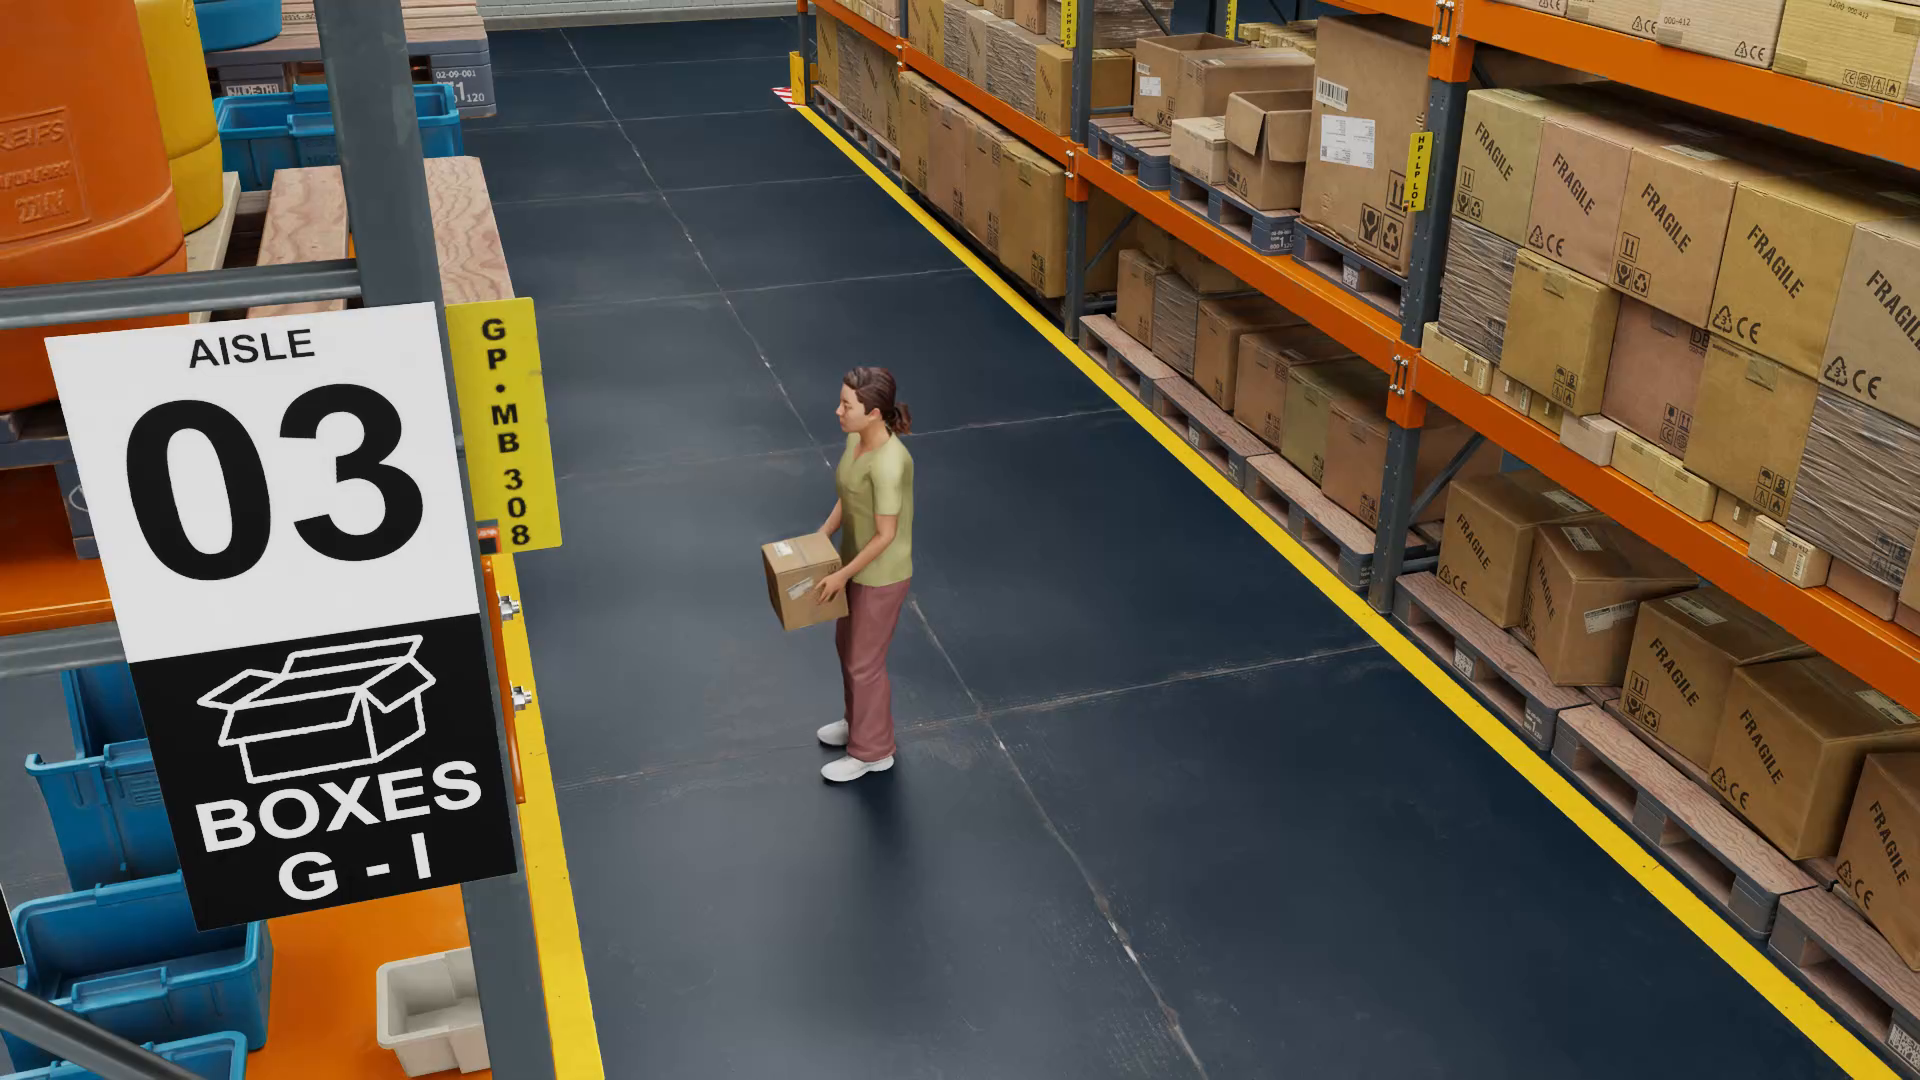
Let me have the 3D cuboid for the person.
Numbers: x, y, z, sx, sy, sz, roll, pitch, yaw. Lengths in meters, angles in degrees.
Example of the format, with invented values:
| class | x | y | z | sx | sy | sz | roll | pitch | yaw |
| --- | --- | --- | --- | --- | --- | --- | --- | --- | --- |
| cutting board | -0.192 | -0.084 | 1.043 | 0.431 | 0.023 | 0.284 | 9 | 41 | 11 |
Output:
| class | x | y | z | sx | sy | sz | roll | pitch | yaw |
| --- | --- | --- | --- | --- | --- | --- | --- | --- | --- |
| person | -0.375 | 0.131 | 6.350 | 0.435 | 1.675 | 0.468 | -9 | 28 | -17 |
